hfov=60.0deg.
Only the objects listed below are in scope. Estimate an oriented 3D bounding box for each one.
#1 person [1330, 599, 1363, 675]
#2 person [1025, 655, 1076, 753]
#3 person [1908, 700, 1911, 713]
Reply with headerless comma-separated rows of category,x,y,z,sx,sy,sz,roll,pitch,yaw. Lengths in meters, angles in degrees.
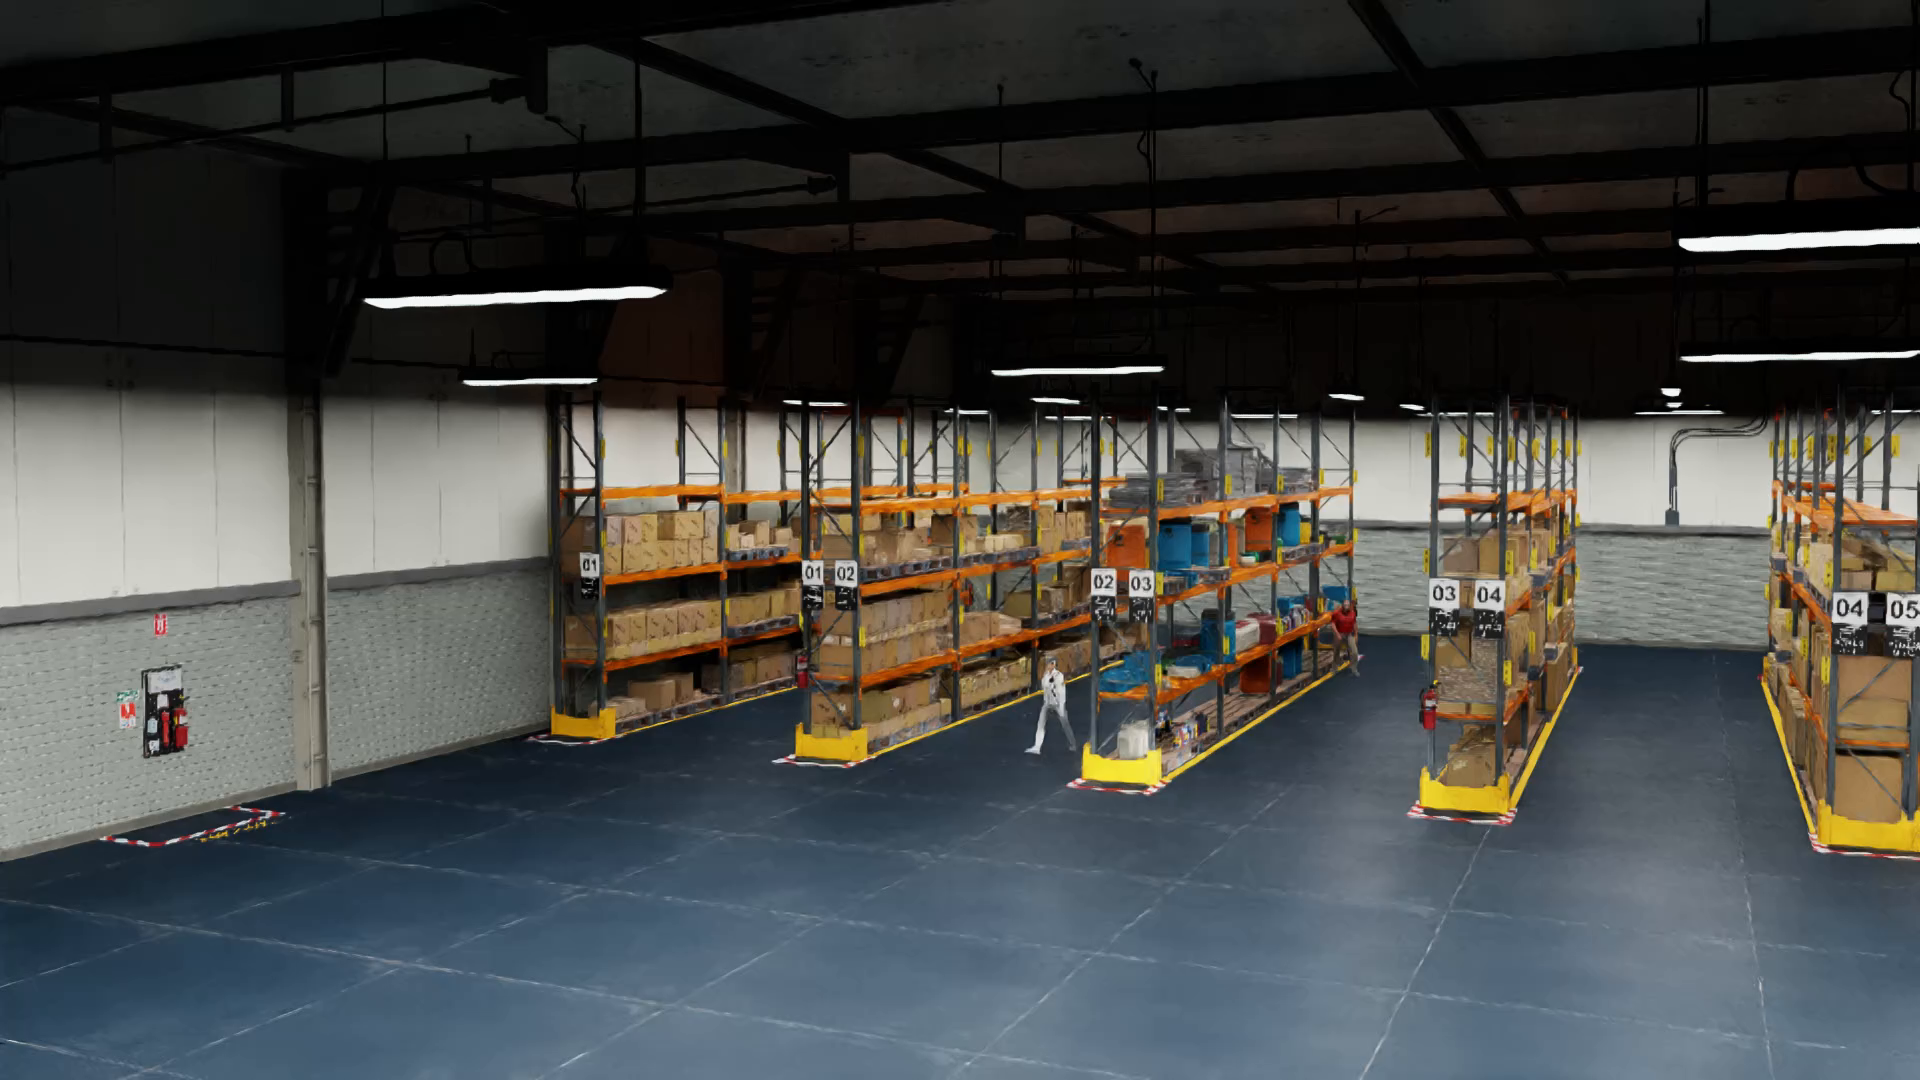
person,8.472,2.132,36.654,0.658,1.676,0.748,0,3,-2
person,1.528,2.683,27.209,0.928,1.624,0.521,-3,4,-43
person,17.818,2.376,31.439,0.654,1.748,0.584,-2,4,-34
